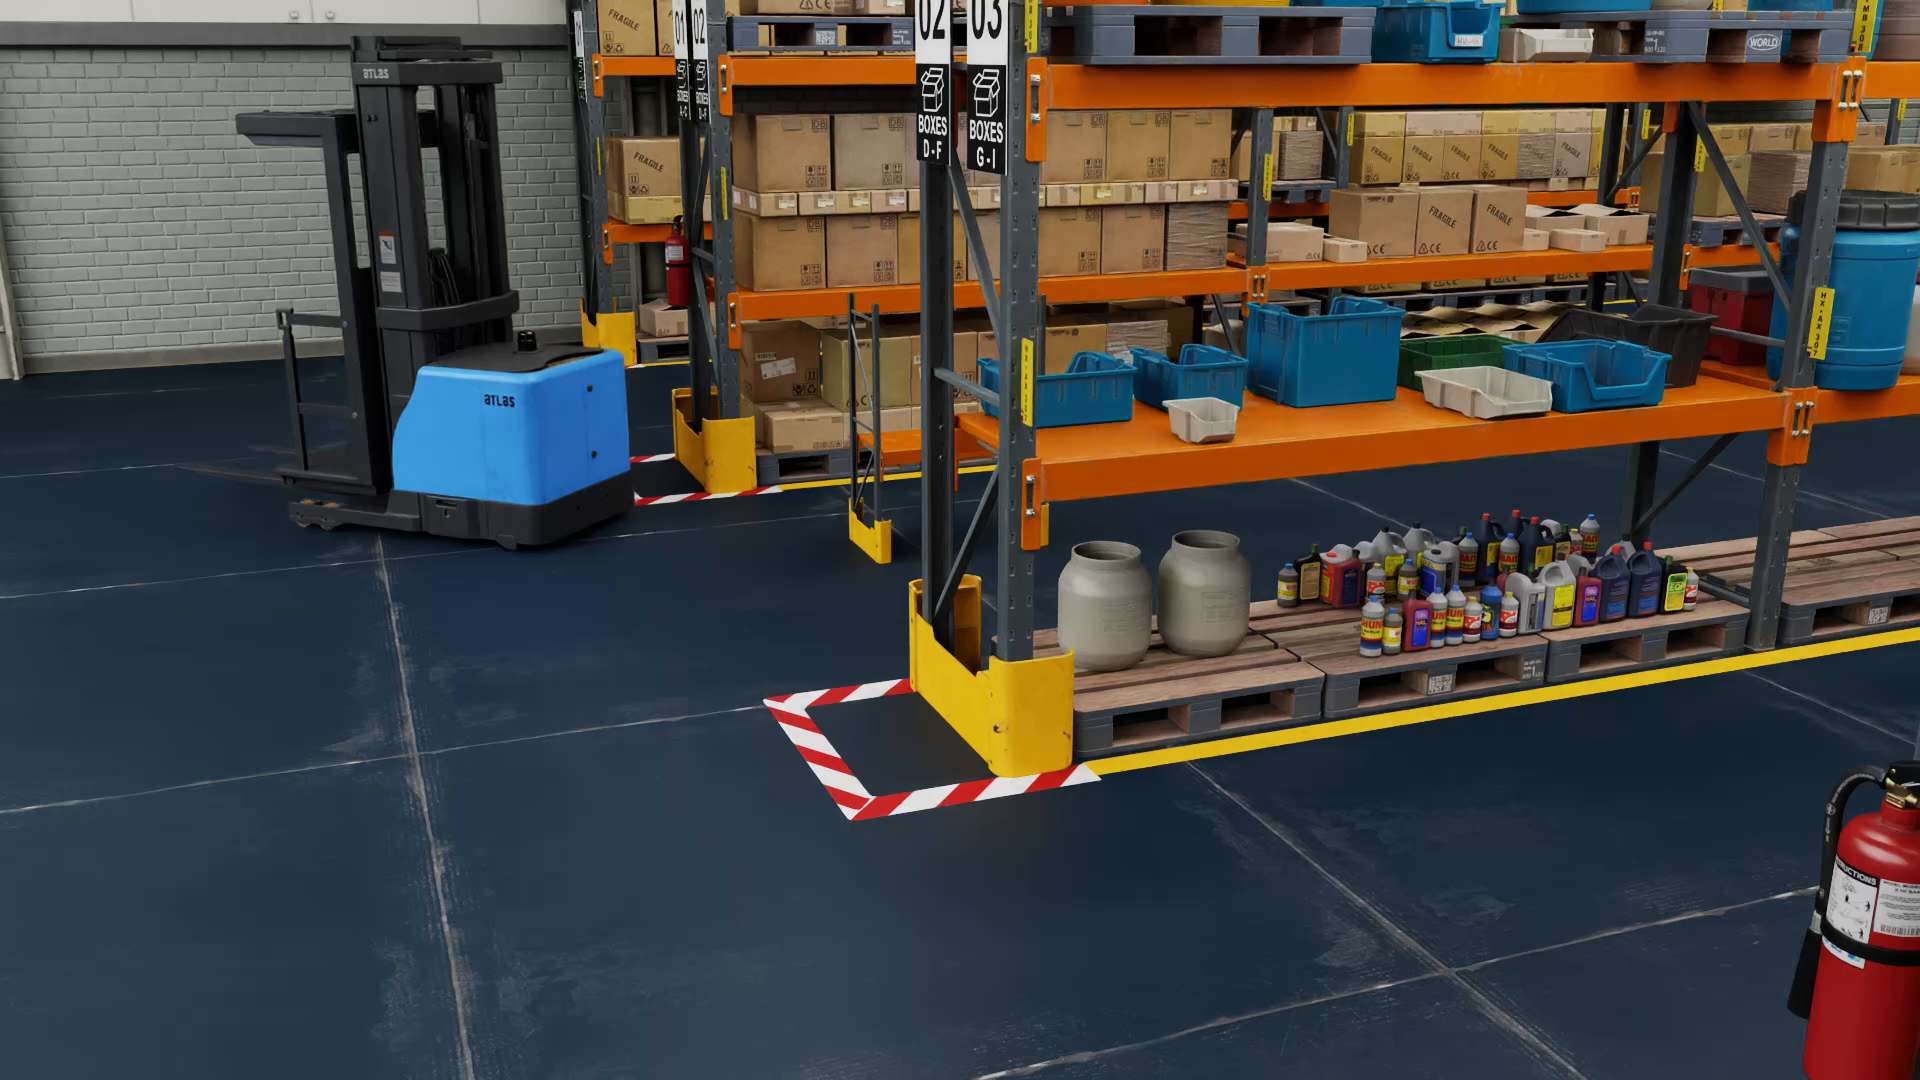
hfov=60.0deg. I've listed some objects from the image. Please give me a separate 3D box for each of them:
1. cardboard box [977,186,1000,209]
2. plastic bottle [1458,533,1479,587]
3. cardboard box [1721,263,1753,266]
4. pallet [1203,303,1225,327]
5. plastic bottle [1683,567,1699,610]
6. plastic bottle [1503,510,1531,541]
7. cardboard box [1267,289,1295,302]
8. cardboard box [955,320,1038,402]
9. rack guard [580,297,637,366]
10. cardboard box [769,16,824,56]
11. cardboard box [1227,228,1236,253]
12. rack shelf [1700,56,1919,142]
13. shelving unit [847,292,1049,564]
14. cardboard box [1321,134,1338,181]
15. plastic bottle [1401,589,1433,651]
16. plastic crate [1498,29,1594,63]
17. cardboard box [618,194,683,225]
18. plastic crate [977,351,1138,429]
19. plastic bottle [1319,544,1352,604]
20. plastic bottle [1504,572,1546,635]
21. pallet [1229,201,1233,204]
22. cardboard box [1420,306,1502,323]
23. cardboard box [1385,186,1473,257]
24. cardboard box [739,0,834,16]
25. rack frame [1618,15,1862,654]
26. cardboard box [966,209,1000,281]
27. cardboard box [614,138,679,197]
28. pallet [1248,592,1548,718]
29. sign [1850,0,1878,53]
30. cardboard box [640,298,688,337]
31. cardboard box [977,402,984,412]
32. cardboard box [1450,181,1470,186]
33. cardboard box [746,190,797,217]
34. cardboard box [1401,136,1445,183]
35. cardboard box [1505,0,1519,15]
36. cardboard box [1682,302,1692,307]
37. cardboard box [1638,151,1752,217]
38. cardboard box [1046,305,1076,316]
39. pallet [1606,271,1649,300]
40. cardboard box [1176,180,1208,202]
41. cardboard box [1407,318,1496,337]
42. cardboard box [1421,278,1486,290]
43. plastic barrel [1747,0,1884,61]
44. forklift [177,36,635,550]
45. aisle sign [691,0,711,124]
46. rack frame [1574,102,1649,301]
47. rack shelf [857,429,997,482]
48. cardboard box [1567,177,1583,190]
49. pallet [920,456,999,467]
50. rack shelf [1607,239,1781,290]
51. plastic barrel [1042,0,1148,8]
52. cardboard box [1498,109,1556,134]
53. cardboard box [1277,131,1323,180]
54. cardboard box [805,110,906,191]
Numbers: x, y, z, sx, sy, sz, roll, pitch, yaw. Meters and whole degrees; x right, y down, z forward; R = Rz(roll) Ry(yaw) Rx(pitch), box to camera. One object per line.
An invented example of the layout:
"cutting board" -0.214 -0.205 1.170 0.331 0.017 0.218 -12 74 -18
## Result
"cardboard box" 0.172 -2.413 11.664 0.250 0.149 0.380 -6 17 -20
"plastic bottle" 2.595 0.098 8.503 0.097 0.271 0.097 0 16 0
"cardboard box" 9.408 -3.581 20.660 0.500 0.500 0.700 -6 17 -19
"pallet" 2.120 -2.488 18.196 1.213 0.211 1.003 -6 17 -20
"plastic bottle" 3.570 0.234 8.164 0.097 0.201 0.097 0 16 0
"plastic bottle" 2.895 0.016 8.641 0.185 0.351 0.144 -6 17 -19
"cardboard box" 3.334 -2.952 18.481 0.500 0.500 0.700 -6 17 -19
"cardboard box" 0.275 -1.305 12.021 0.500 0.500 0.500 -6 17 -20
"rack guard" -3.412 -2.028 16.116 0.348 0.500 1.175 -6 17 -20
"cardboard box" -1.591 -4.842 15.727 0.500 0.500 0.500 -5 17 -17
"cardboard box" 2.779 -3.270 18.236 0.500 0.250 0.500 -6 17 -19
"rack shelf" 5.665 -2.312 8.601 4.000 0.370 1.077 -6 17 -20
"shelving unit" -0.071 -0.712 9.861 1.083 1.500 0.587 -6 17 -20
"cardboard box" 4.334 -4.343 18.824 0.500 0.500 0.500 -6 17 -20
"plastic bottle" 2.085 0.360 7.587 0.133 0.283 0.061 -6 17 -19
"plastic crate" 2.443 -2.061 6.936 0.396 0.136 0.243 -6 17 -20
"cardboard box" -2.914 -3.123 15.640 0.500 0.250 0.500 -7 18 -22
"plastic crate" 0.422 -0.671 7.323 0.616 0.251 0.499 -6 17 -20
"plastic bottle" 1.865 0.164 8.269 0.135 0.276 0.152 -6 17 -20
"plastic bottle" 2.665 0.288 7.849 0.135 0.276 0.152 -6 17 -19
"pallet" 2.154 -3.724 17.796 1.213 0.211 1.003 -6 17 -20
"cardboard box" 4.205 -1.793 14.019 0.500 0.311 0.500 -7 18 -22
"cardboard box" 3.711 -2.545 13.262 0.500 0.500 0.500 -6 17 -20
"cardboard box" -1.169 -3.731 10.979 0.637 0.503 0.797 -5 17 -16
"rack frame" 3.797 -1.016 8.235 0.127 3.000 1.000 -6 17 -20
"cardboard box" 0.178 -2.165 11.970 0.500 0.500 0.700 -6 17 -18
"cardboard box" -2.930 -3.486 15.545 0.500 0.500 0.500 -6 17 -20
"pallet" 2.014 0.503 8.012 1.213 0.211 1.003 -6 17 -20
"sign" 3.984 -2.314 7.315 0.005 0.325 0.100 -6 17 -20
"cardboard box" -2.805 -2.187 16.212 0.500 0.311 0.500 -8 18 -26
"cardboard box" 0.275 -0.945 12.128 0.500 0.250 0.500 -6 17 -20
"cardboard box" 5.569 -4.024 18.890 0.250 0.149 0.380 -6 17 -19
"cardboard box" -1.263 -2.259 11.137 0.250 0.149 0.380 -6 18 -20
"cardboard box" 5.025 -4.258 18.535 0.500 0.500 0.500 -6 17 -18
"cardboard box" 4.339 -4.119 12.999 0.500 0.250 0.500 -7 18 -21
"cardboard box" 6.553 -1.891 14.869 0.500 0.500 0.500 -5 17 -18
"cardboard box" 6.311 -3.066 14.292 0.500 0.500 0.700 -13 21 -38
"cardboard box" 0.549 -1.497 12.675 0.500 0.500 0.500 -6 17 -20
"pallet" 8.461 -3.148 20.442 1.213 0.211 1.003 -6 17 -20
"cardboard box" 1.619 -2.571 12.201 0.250 0.149 0.380 -7 18 -21
"cardboard box" 3.938 -1.603 13.371 0.500 0.311 0.500 -6 17 -19
"cardboard box" 5.541 -3.322 19.158 0.750 0.750 0.750 -6 17 -20
"plastic barrel" 4.194 -2.804 8.111 0.708 0.901 0.600 -6 17 -20
"forklift" -3.635 -1.597 10.336 3.031 2.935 1.130 7 18 22
"aisle sign" -1.659 -3.077 10.638 0.004 0.787 0.394 -6 17 -20
"rack frame" 7.723 -4.429 19.858 0.127 3.000 1.000 -6 17 -20
"rack shelf" -0.080 -0.538 9.908 1.000 0.185 0.538 -6 17 -20
"cardboard box" 7.023 -4.164 19.365 0.250 0.149 0.380 -6 17 -18
"pallet" 0.130 -0.789 12.409 1.213 0.211 1.003 -6 17 -20
"rack shelf" 7.631 -2.580 14.836 4.000 0.370 1.077 -6 17 -20
"plastic barrel" 0.470 -2.542 6.600 0.708 0.830 0.600 -6 17 -20
"cardboard box" 6.421 -4.775 18.962 0.500 0.250 0.500 -6 17 -19
"cardboard box" 3.552 -4.235 18.238 0.500 0.500 0.700 -8 18 -27
"cardboard box" -0.728 -2.691 11.457 0.500 0.500 0.700 -7 18 -22
